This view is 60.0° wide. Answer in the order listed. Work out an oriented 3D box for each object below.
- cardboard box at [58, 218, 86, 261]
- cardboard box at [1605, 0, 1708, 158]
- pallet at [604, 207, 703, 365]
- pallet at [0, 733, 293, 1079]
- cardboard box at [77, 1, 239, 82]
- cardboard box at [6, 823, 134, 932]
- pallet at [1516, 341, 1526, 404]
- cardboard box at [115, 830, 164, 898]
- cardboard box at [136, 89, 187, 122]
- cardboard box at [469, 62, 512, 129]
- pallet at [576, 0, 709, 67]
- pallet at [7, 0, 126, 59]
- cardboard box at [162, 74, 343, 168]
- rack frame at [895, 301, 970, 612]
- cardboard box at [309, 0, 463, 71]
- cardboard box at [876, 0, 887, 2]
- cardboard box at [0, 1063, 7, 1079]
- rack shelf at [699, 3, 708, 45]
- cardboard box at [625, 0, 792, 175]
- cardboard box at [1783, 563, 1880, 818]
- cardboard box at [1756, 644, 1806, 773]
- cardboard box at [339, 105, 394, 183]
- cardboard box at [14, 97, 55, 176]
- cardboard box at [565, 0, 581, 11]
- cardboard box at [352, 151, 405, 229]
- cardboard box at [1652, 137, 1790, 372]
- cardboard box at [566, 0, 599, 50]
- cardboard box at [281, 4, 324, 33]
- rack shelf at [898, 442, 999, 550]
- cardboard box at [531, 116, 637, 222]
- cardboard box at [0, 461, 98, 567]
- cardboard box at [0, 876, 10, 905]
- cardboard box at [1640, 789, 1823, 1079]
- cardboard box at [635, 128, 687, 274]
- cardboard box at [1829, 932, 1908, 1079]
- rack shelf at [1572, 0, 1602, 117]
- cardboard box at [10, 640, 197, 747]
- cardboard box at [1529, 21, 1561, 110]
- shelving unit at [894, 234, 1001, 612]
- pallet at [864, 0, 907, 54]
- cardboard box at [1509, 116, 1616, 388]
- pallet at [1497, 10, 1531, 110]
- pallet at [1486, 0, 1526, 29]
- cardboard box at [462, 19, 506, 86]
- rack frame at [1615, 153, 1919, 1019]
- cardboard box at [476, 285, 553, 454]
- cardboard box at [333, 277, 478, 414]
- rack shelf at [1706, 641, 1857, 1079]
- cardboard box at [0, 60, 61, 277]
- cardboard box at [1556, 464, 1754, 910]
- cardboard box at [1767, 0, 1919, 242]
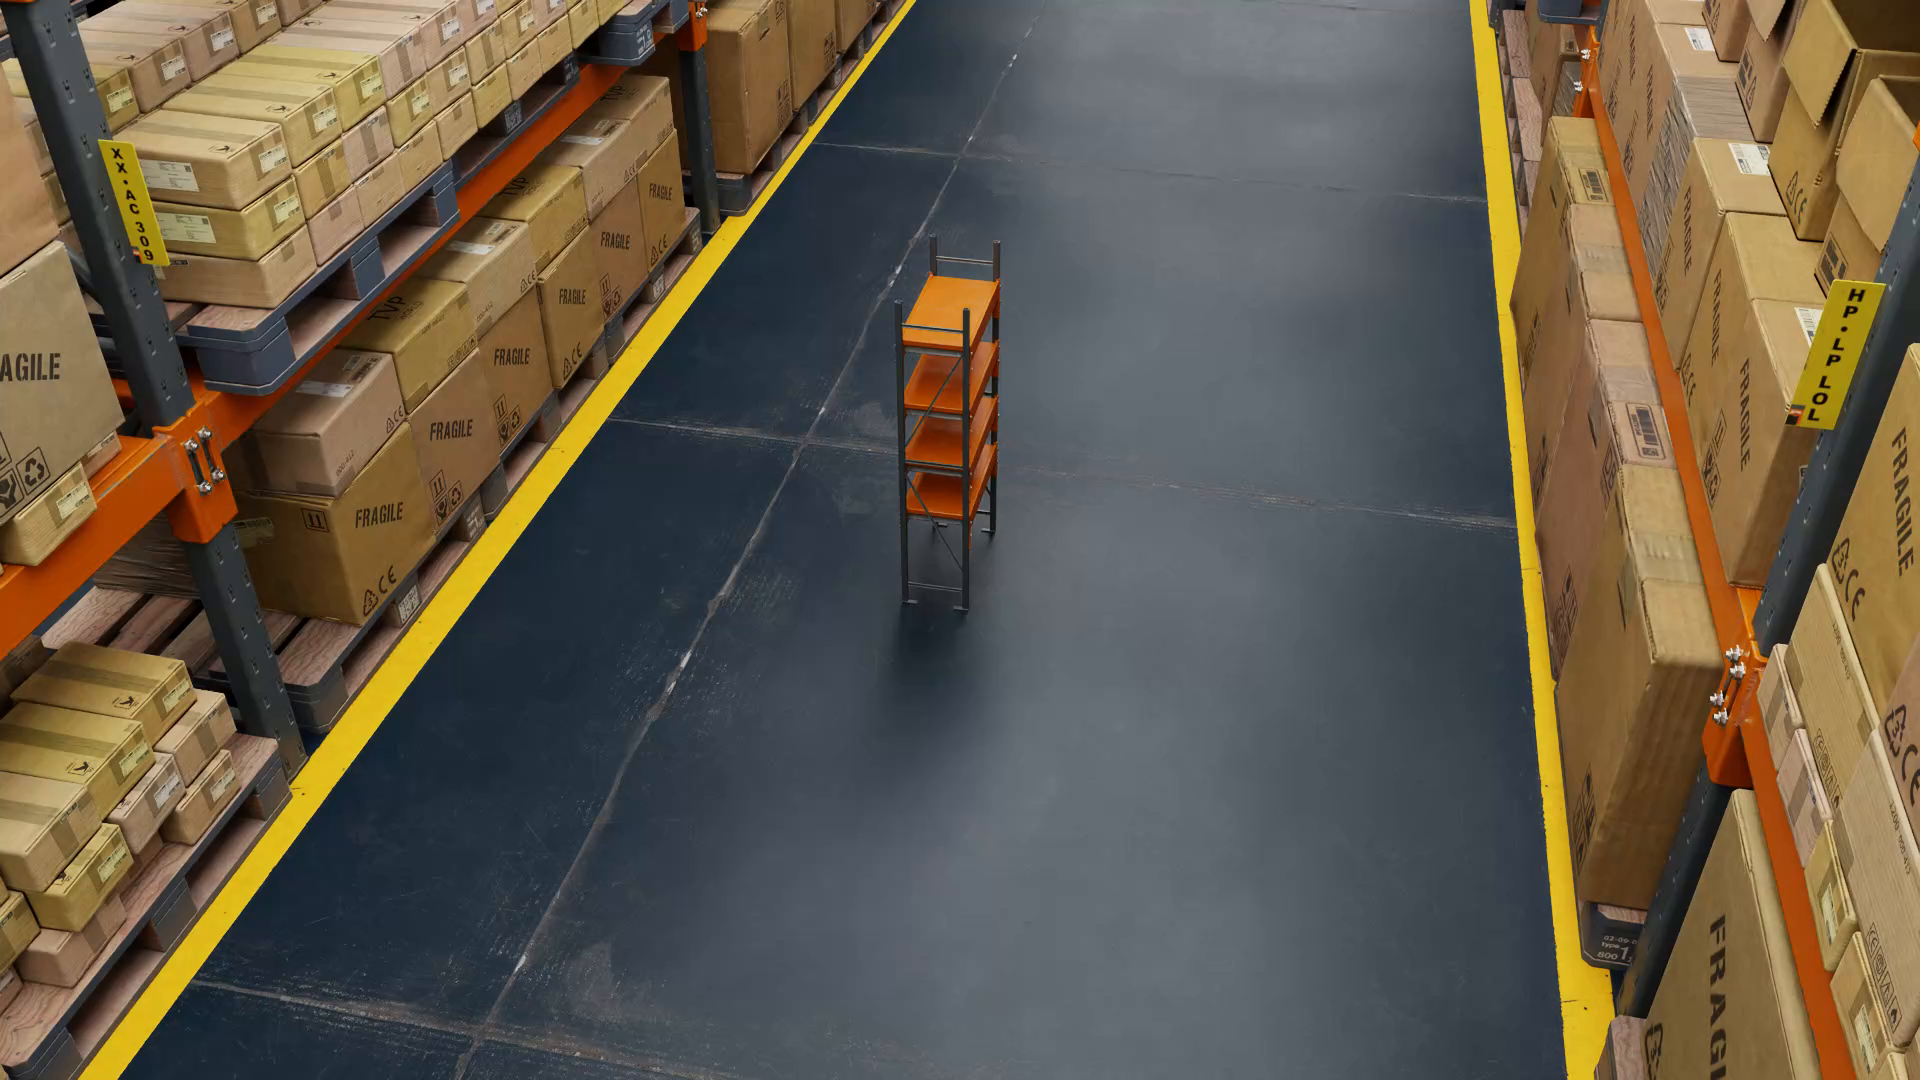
[{"bbox_3d":[-2.678,-0.862,4.739,0.380,0.149,0.250,7,36,9],"label":"cardboard box"},{"bbox_3d":[2.632,-1.655,5.892,0.500,0.500,0.500,6,36,9],"label":"cardboard box"},{"bbox_3d":[-1.883,-1.257,7.805,1.003,0.211,1.213,7,37,10],"label":"pallet"},{"bbox_3d":[-2.678,0.977,4.722,1.003,0.211,1.213,7,37,10],"label":"pallet"},{"bbox_3d":[-2.504,-1.558,5.192,0.380,0.149,0.250,7,37,10],"label":"cardboard box"},{"bbox_3d":[-2.411,0.856,4.331,0.380,0.149,0.250,6,36,8],"label":"cardboard box"},{"bbox_3d":[2.867,-0.583,6.875,1.003,0.211,1.213,7,37,10],"label":"pallet"},{"bbox_3d":[-2.457,0.849,4.594,0.380,0.149,0.250,8,37,11],"label":"cardboard box"},{"bbox_3d":[-2.566,-1.276,5.057,0.380,0.149,0.250,9,37,12],"label":"cardboard box"},{"bbox_3d":[-1.762,-1.527,5.657,0.380,0.149,0.250,7,36,9],"label":"cardboard box"},{"bbox_3d":[-1.763,-2.335,7.079,1.213,0.211,1.003,7,37,10],"label":"pallet"},{"bbox_3d":[-6.141,-3.413,10.779,1.003,0.211,1.213,7,37,10],"label":"pallet"},{"bbox_3d":[-1.982,-1.179,4.670,0.380,0.149,0.250,8,37,11],"label":"cardboard box"},{"bbox_3d":[-0.087,-0.251,5.574,0.240,1.200,0.015,7,37,10],"label":"rack frame"},{"bbox_3d":[-1.815,-1.615,5.272,0.380,0.149,0.250,7,37,10],"label":"cardboard box"},{"bbox_3d":[-0.905,-4.020,10.799,1.050,0.750,0.750,7,37,10],"label":"cardboard box"},{"bbox_3d":[-2.541,1.304,3.966,0.380,0.149,0.250,7,37,10],"label":"cardboard box"},{"bbox_3d":[-1.287,-3.690,9.398,1.077,0.370,4.000,7,37,10],"label":"rack shelf"},{"bbox_3d":[-1.497,-2.431,8.608,1.050,0.750,0.750,7,36,9],"label":"cardboard box"},{"bbox_3d":[1.899,0.315,3.133,0.500,0.250,0.500,7,36,9],"label":"cardboard box"},{"bbox_3d":[1.867,0.368,3.400,0.380,0.149,0.250,7,37,10],"label":"cardboard box"},{"bbox_3d":[-1.927,-1.195,4.945,0.380,0.149,0.250,8,37,11],"label":"cardboard box"},{"bbox_3d":[-2.674,-1.105,4.568,0.380,0.149,0.250,9,37,12],"label":"cardboard box"},{"bbox_3d":[-1.594,-2.093,6.184,0.380,0.149,0.250,7,37,10],"label":"cardboard box"},{"bbox_3d":[-1.925,-1.080,5.040,0.380,0.149,0.250,8,37,10],"label":"cardboard box"},{"bbox_3d":[2.305,-0.788,4.695,0.500,0.500,0.500,7,37,9],"label":"cardboard box"},{"bbox_3d":[-1.593,-1.976,6.276,0.380,0.149,0.250,6,36,8],"label":"cardboard box"},{"bbox_3d":[-2.399,-1.739,5.696,0.380,0.149,0.250,7,37,10],"label":"cardboard box"},{"bbox_3d":[-0.035,-0.176,5.923,0.258,0.148,0.480,7,37,10],"label":"rack shelf"},{"bbox_3d":[-1.702,-1.580,7.007,0.500,0.250,0.500,8,37,11],"label":"cardboard box"},{"bbox_3d":[-2.350,-0.085,4.025,0.380,0.149,0.250,6,36,9],"label":"cardboard box"},{"bbox_3d":[-2.584,0.873,4.054,0.380,0.149,0.250,8,37,11],"label":"cardboard box"},{"bbox_3d":[2.036,1.197,3.495,0.875,0.875,0.875,7,37,10],"label":"cardboard box"},{"bbox_3d":[-1.600,-1.582,7.649,0.500,0.500,0.500,7,37,10],"label":"cardboard box"},{"bbox_3d":[1.701,0.821,2.775,0.380,0.149,0.250,6,36,9],"label":"cardboard box"},{"bbox_3d":[3.536,-3.010,8.460,1.077,0.370,4.000,7,37,10],"label":"rack shelf"},{"bbox_3d":[-2.391,0.439,4.653,0.380,0.149,0.250,8,37,11],"label":"cardboard box"},{"bbox_3d":[3.572,-2.673,9.137,0.700,0.500,0.500,4,36,6],"label":"cardboard box"},{"bbox_3d":[-0.035,-0.391,5.767,0.258,1.200,0.503,7,37,10],"label":"shelving unit"},{"bbox_3d":[-0.951,-3.547,10.964,1.003,0.211,1.213,7,37,10],"label":"pallet"},{"bbox_3d":[2.942,-1.071,6.625,1.225,0.875,0.875,6,36,8],"label":"cardboard box"},{"bbox_3d":[3.799,-2.872,10.033,1.003,0.211,1.213,7,37,10],"label":"pallet"},{"bbox_3d":[4.073,-3.708,11.187,1.003,0.211,1.213,7,37,10],"label":"pallet"},{"bbox_3d":[-1.760,-1.651,5.575,0.380,0.149,0.250,7,36,9],"label":"cardboard box"},{"bbox_3d":[2.255,0.139,3.503,1.000,3.000,0.127,7,37,10],"label":"rack frame"},{"bbox_3d":[-1.942,-0.695,6.425,0.500,0.500,0.500,8,37,11],"label":"cardboard box"},{"bbox_3d":[-2.042,-0.699,5.791,0.500,0.250,0.500,8,37,11],"label":"cardboard box"},{"bbox_3d":[1.828,1.576,2.132,1.077,0.370,4.000,7,37,10],"label":"rack shelf"},{"bbox_3d":[-2.405,-0.804,3.612,0.500,0.500,0.500,6,36,8],"label":"cardboard box"},{"bbox_3d":[2.372,0.459,4.513,1.225,0.875,0.875,7,37,10],"label":"cardboard box"},{"bbox_3d":[2.541,-1.067,4.227,0.797,0.503,0.637,8,37,10],"label":"cardboard box"}]
